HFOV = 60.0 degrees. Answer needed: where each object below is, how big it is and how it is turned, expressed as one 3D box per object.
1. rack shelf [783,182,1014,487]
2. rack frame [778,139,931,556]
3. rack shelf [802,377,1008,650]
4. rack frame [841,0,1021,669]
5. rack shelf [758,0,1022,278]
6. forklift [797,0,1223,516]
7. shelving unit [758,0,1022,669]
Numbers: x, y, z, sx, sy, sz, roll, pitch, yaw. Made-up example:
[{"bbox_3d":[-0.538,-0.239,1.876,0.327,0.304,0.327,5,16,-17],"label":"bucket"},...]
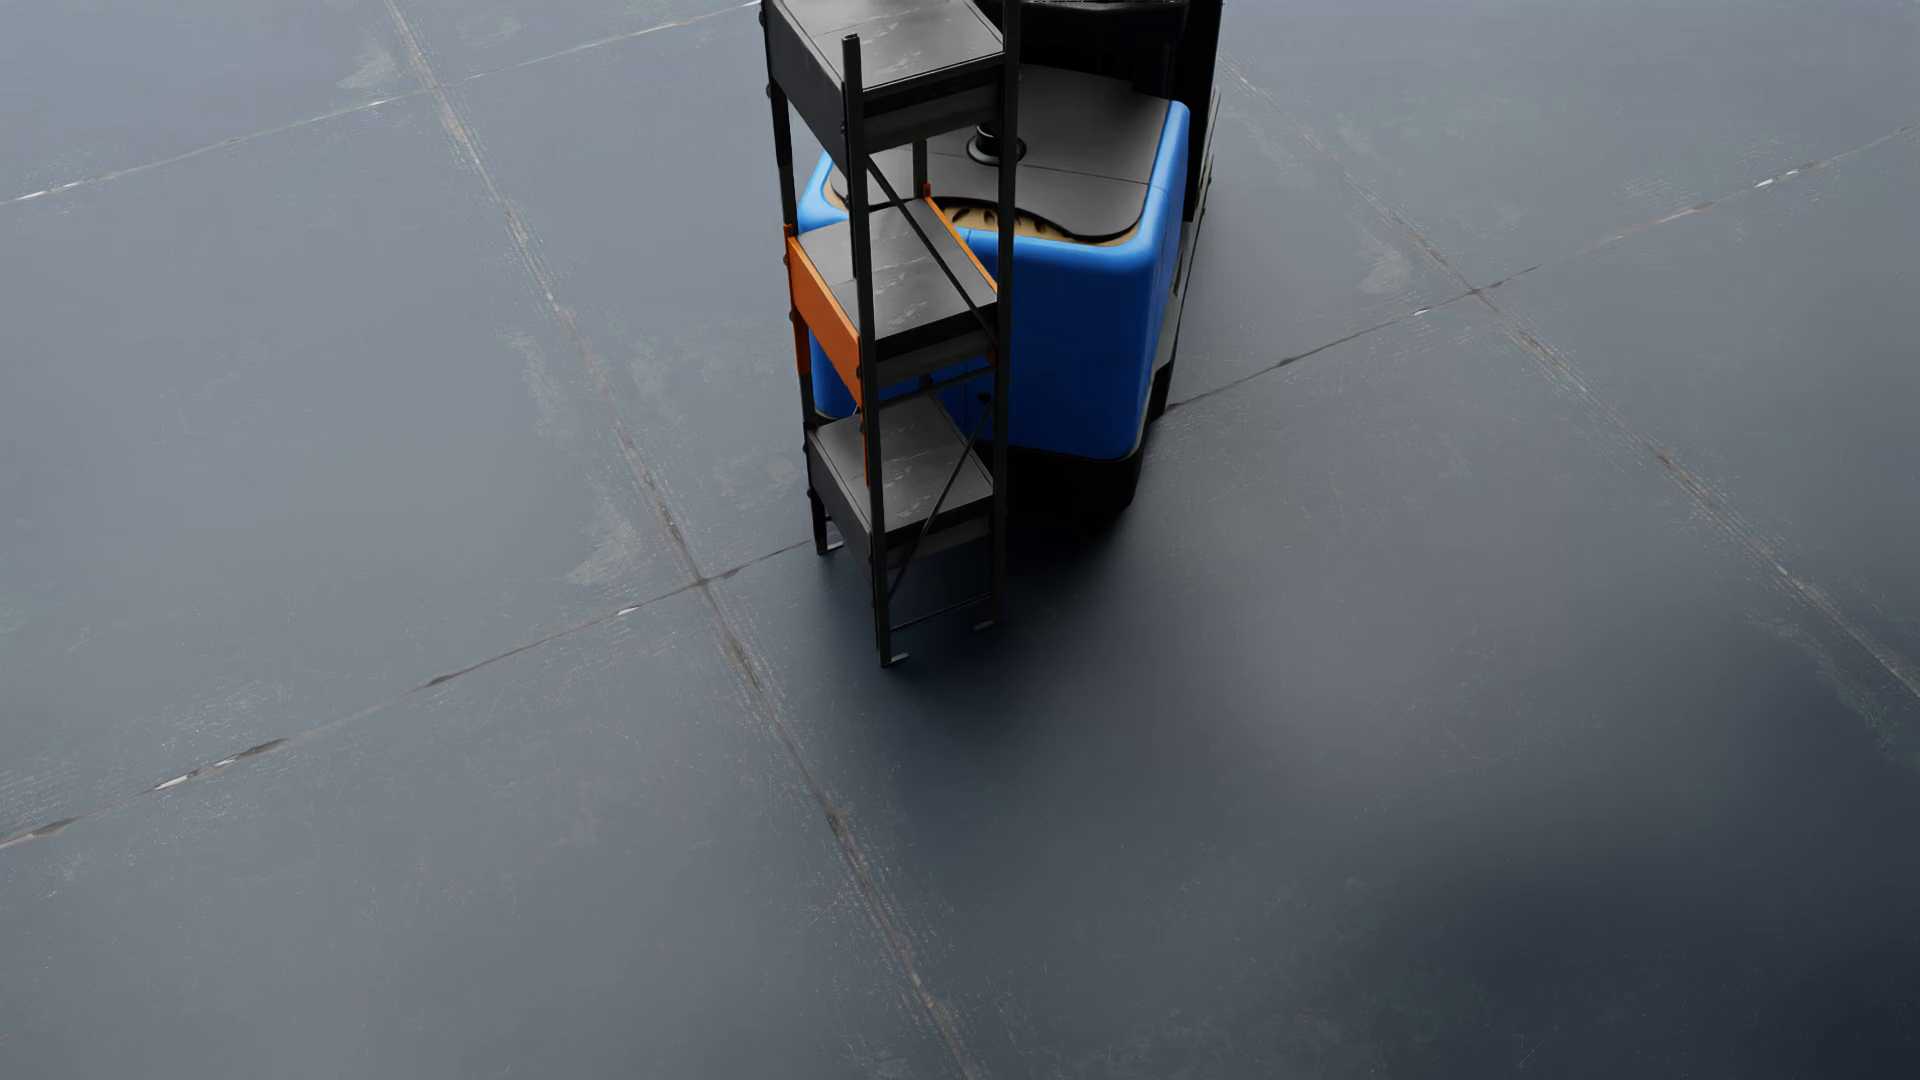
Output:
[{"bbox_3d":[-0.162,-0.538,4.344,0.431,0.518,0.480,-20,52,-17],"label":"rack shelf"},{"bbox_3d":[-0.268,-0.712,4.478,0.400,2.100,0.015,-20,52,-17],"label":"rack frame"},{"bbox_3d":[-0.162,-0.077,4.871,0.431,0.518,0.480,-20,52,-17],"label":"rack shelf"},{"bbox_3d":[-0.056,-0.382,4.189,0.400,2.100,0.015,-20,52,-17],"label":"rack frame"},{"bbox_3d":[-0.162,-0.999,3.817,0.431,0.518,0.480,-20,52,-17],"label":"rack shelf"},{"bbox_3d":[0.351,-2.176,5.206,1.130,2.935,3.031,10,50,8],"label":"forklift"},{"bbox_3d":[-0.162,-0.547,4.333,0.431,2.100,0.503,-20,52,-17],"label":"shelving unit"}]
